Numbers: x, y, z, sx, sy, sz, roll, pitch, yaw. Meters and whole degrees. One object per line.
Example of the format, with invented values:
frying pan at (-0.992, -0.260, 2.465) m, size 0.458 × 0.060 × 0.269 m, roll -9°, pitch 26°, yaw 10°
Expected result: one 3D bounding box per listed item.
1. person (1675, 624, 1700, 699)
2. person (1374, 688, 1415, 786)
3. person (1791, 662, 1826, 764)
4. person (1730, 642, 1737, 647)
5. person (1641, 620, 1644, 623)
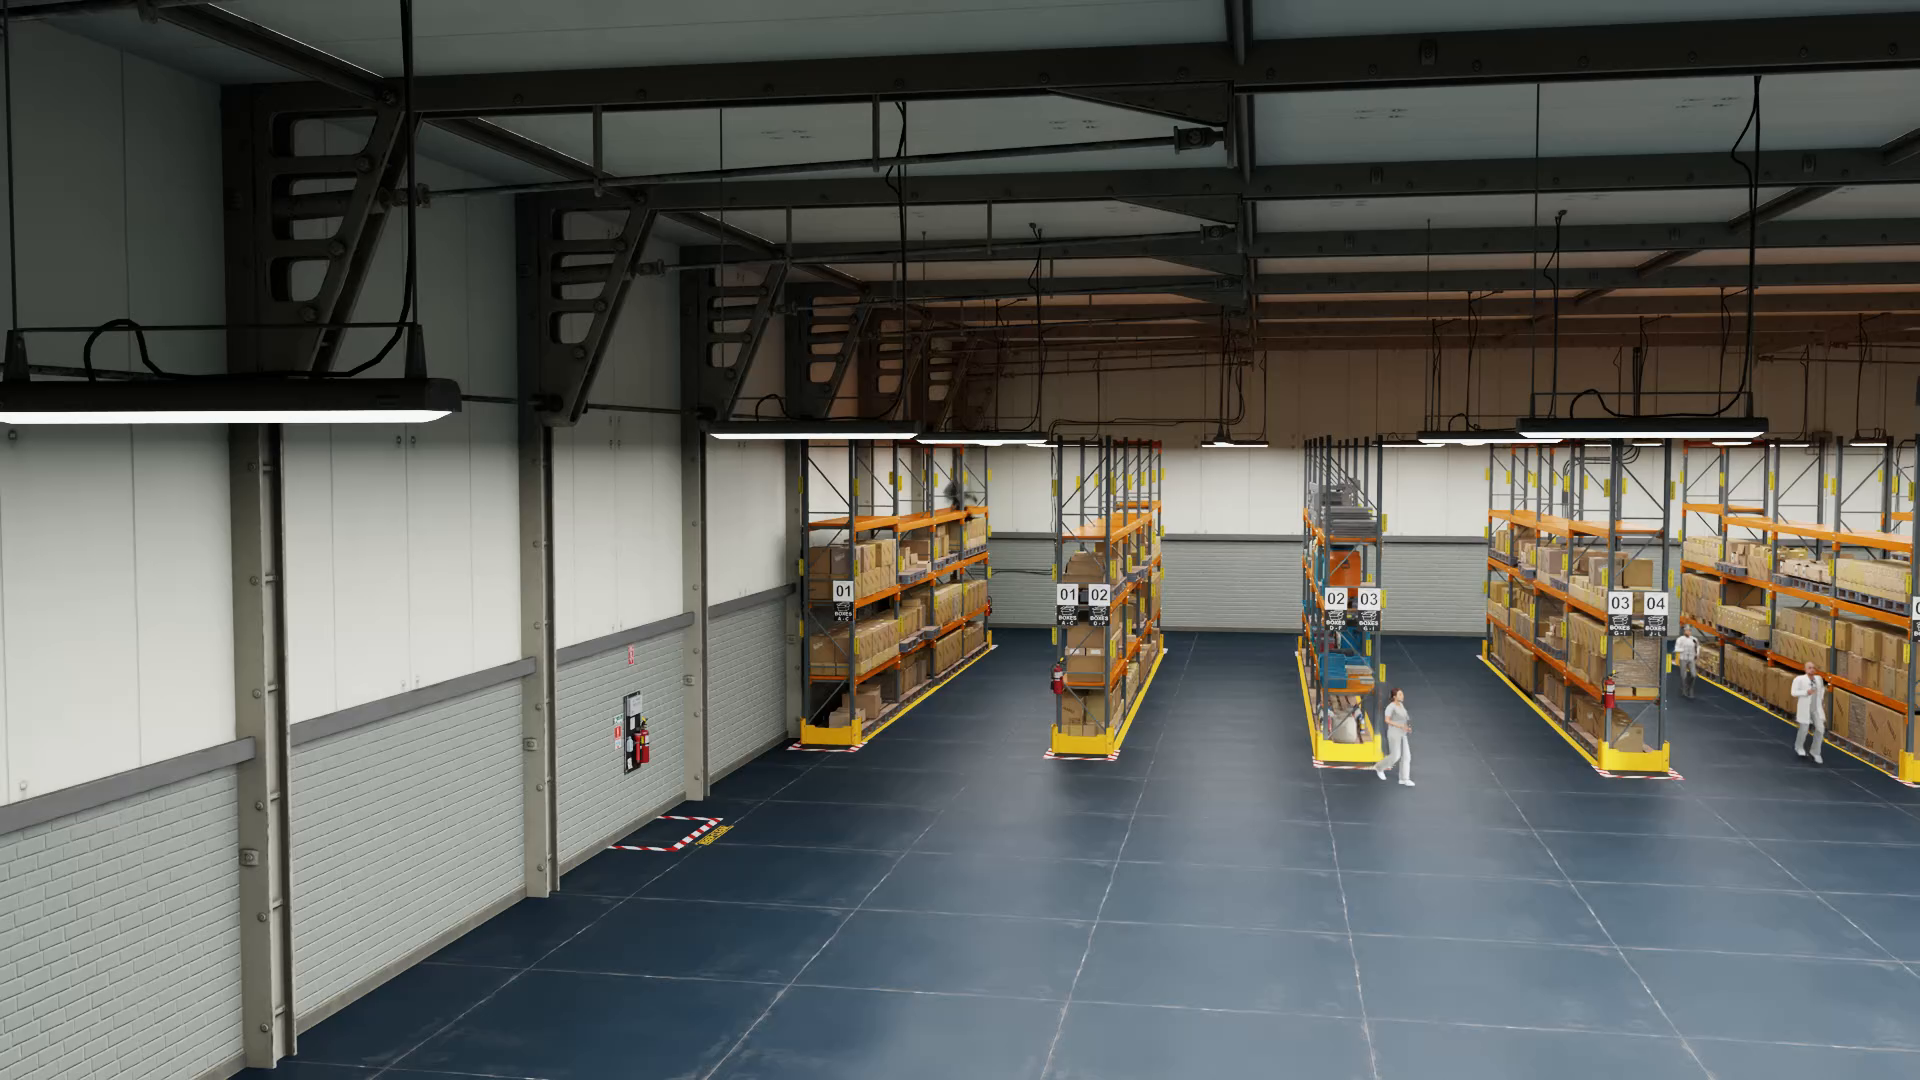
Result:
person at (16.809, 2.808, 38.388) m, size 0.592 × 1.728 × 0.659 m, roll 1°, pitch 3°, yaw 14°
person at (7.458, 3.349, 28.482) m, size 0.572 × 1.653 × 0.785 m, roll -3°, pitch 4°, yaw -41°
person at (15.686, 3.171, 30.708) m, size 0.687 × 1.845 × 0.811 m, roll 0°, pitch 3°, yaw 6°
person at (21.286, 2.400, 45.333) m, size 0.769 × 1.848 × 0.644 m, roll 1°, pitch 3°, yaw 9°
person at (17.794, 2.629, 42.984) m, size 0.567 × 1.576 × 0.577 m, roll 1°, pitch 3°, yaw 15°
